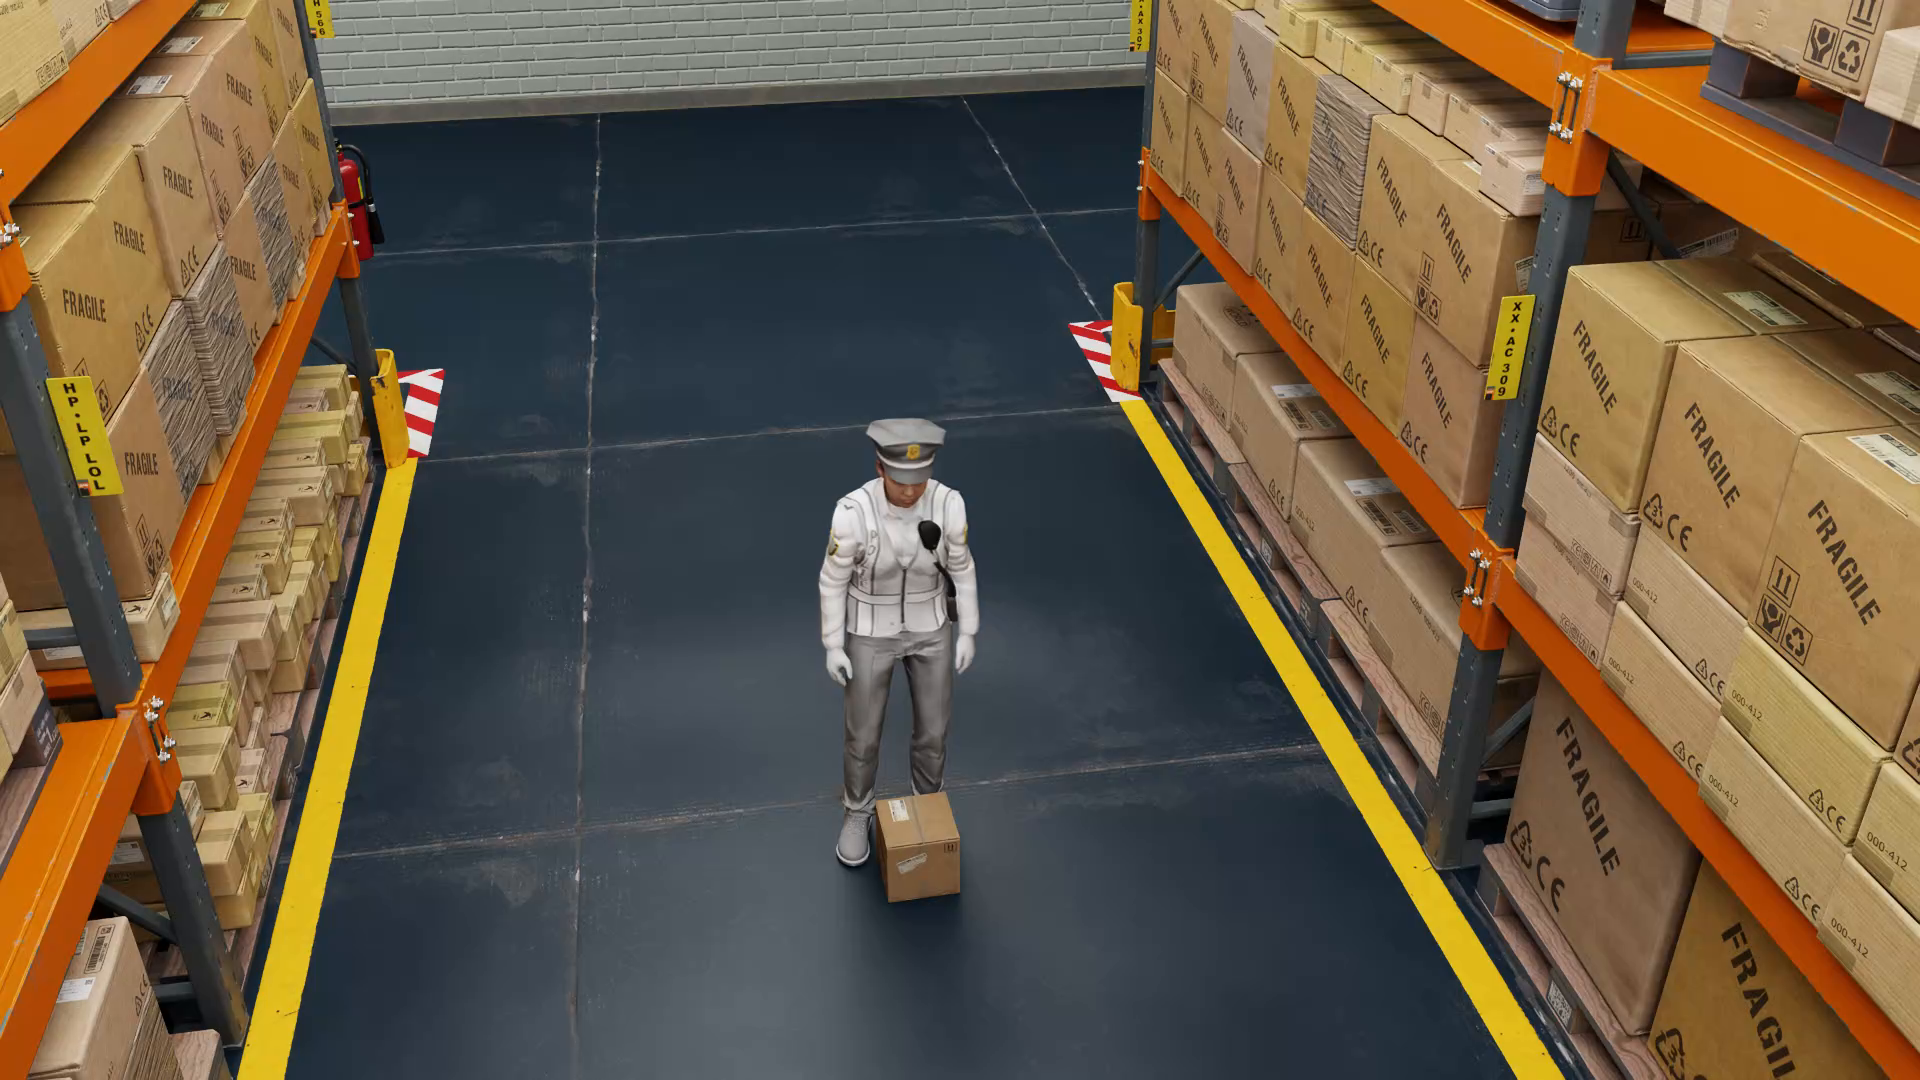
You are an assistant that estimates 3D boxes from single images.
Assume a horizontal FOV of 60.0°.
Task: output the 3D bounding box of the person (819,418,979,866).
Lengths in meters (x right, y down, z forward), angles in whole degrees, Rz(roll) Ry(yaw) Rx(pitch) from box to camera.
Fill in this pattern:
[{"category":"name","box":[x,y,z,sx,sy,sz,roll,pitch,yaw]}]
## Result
[{"category":"person","box":[-0.197,0.334,5.570,0.532,1.663,0.378,-6,31,-9]}]
